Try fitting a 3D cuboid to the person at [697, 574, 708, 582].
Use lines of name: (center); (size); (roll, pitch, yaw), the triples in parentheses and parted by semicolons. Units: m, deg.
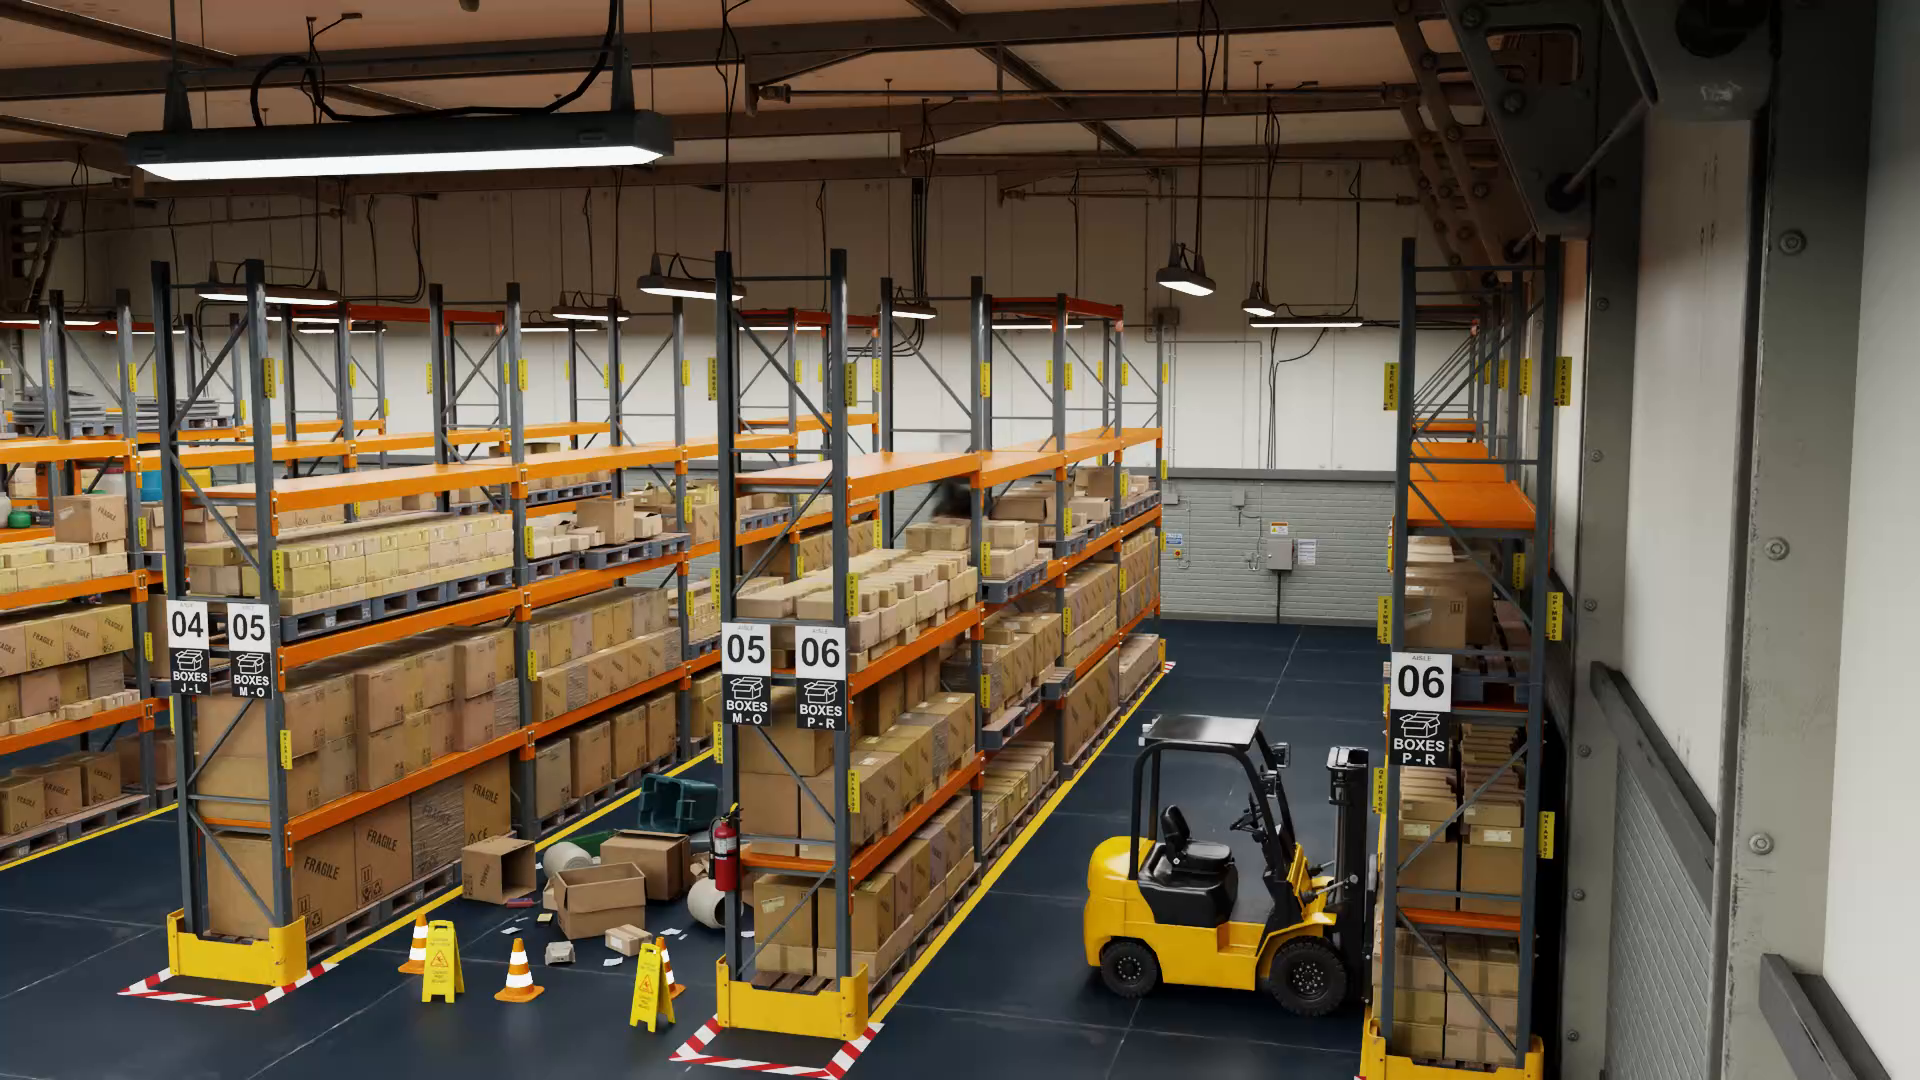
person: (-4.230, 1.405, 27.859); (0.583, 1.675, 0.867); (3, 7, 25)
